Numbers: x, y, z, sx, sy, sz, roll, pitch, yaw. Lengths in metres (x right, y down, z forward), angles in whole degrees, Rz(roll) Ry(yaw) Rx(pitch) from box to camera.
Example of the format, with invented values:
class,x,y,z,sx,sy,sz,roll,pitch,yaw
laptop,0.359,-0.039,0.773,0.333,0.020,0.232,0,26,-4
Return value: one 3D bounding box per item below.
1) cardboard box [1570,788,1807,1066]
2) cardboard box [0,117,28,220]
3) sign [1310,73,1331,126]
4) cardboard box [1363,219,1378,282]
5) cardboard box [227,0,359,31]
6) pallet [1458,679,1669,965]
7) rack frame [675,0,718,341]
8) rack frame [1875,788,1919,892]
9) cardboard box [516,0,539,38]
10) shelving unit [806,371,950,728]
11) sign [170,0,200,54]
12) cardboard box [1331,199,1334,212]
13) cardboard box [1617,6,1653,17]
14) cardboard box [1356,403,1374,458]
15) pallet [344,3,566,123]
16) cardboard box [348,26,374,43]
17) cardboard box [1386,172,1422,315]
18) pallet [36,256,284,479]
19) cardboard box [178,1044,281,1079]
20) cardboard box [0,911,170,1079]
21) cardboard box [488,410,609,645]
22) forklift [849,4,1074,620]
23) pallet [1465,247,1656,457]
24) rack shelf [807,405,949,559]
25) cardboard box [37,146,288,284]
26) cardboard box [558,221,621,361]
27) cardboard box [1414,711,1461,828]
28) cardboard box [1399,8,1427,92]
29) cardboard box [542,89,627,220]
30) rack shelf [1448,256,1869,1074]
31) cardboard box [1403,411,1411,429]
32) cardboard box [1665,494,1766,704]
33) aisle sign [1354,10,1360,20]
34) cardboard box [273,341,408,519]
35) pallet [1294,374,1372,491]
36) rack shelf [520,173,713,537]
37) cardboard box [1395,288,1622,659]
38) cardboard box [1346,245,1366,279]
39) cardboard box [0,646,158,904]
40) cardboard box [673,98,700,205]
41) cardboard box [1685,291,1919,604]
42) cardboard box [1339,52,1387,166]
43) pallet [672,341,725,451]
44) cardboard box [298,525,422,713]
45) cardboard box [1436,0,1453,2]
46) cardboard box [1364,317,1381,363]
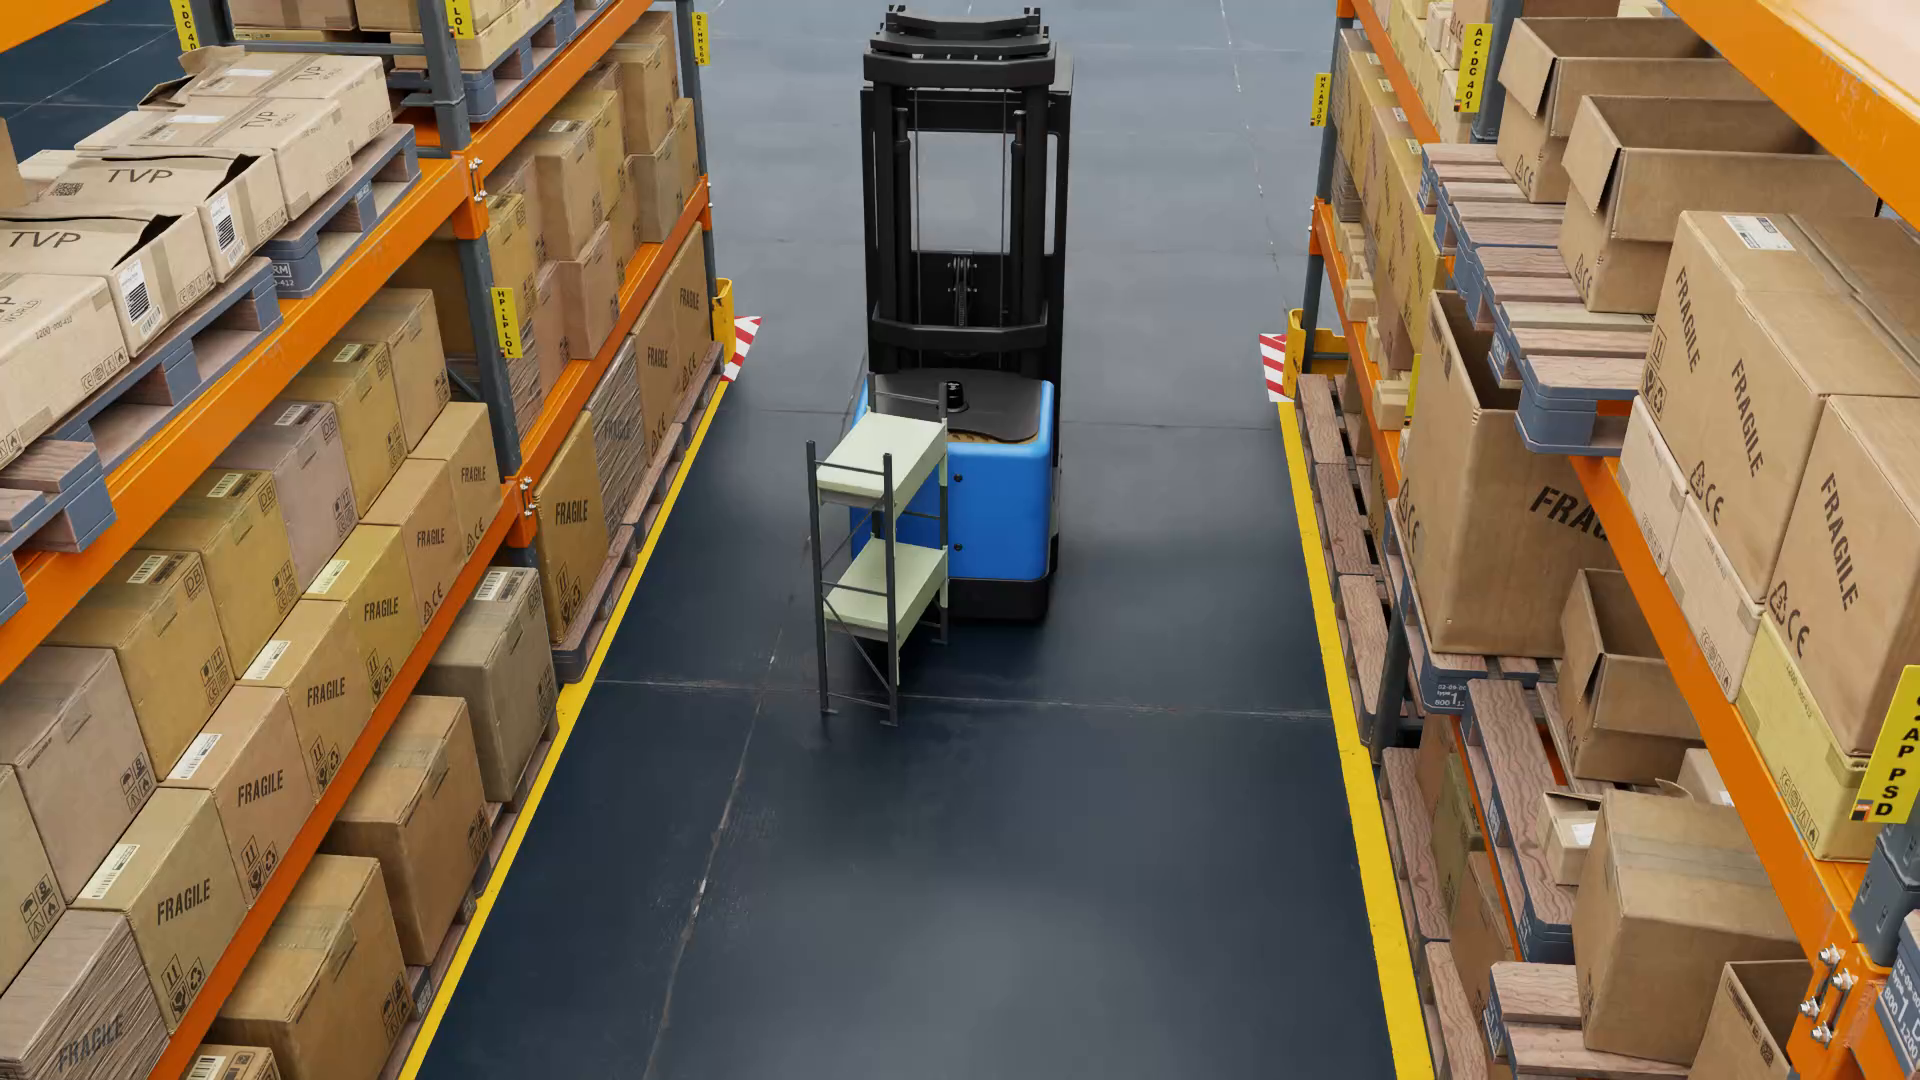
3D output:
class,x,y,z,sx,sy,sz,roll,pitch,yaw
cardboard box,2.065,1.063,4.451,0.700,0.500,0.500,7,32,11
cardboard box,-2.958,-0.862,4.620,0.500,0.500,0.500,2,32,4
sign,2.225,-2.710,10.244,0.100,0.325,0.005,2,32,4
cardboard box,2.689,-1.675,9.010,0.875,0.500,0.500,2,32,4
cardboard box,-2.711,-2.321,6.942,0.500,0.250,0.500,2,32,3
pallet,2.235,0.910,5.378,1.003,0.211,1.213,2,32,4
rack frame,-2.169,-2.583,10.863,1.000,3.000,0.127,2,32,4
rack frame,2.115,-0.689,2.071,1.000,3.000,0.127,2,32,4
cardboard box,-2.085,-2.325,7.328,0.380,0.149,0.250,2,32,4
shelving unit,-0.372,0.050,8.020,0.431,1.500,0.755,10,33,16
sign,-3.048,-2.045,6.563,0.100,0.325,0.005,2,32,4
cardboard box,2.505,-2.073,10.274,0.380,0.149,0.250,2,32,4
cardboard box,2.748,-2.180,7.112,0.380,0.149,0.250,3,32,5
cardboard box,2.684,-0.793,9.941,0.500,0.500,0.500,11,33,17
pallet,-2.418,-2.158,7.399,1.003,0.211,1.213,2,32,4
cardboard box,-2.763,-2.219,7.156,0.380,0.149,0.250,3,32,5
cardboard box,2.242,-1.330,7.498,0.500,0.500,0.500,2,32,4
pallet,-2.733,-0.520,4.837,1.003,0.211,1.213,4,32,6
cardboard box,-2.681,2.064,5.065,1.050,0.750,0.750,2,32,3
cardboard box,-2.515,1.334,4.411,0.500,0.500,0.500,3,32,5
cardboard box,-2.374,-0.092,8.445,0.875,0.875,0.875,3,32,5
forklift,0.049,-1.577,9.296,1.130,2.935,3.031,2,32,4
pallet,2.203,-0.563,4.905,1.213,0.211,1.003,2,32,4
rack shelf,-0.372,-0.283,7.816,0.431,0.370,0.720,10,33,16
cardboard box,-2.418,-1.026,5.066,0.500,0.311,0.500,1,32,2
cardboard box,-2.293,-1.315,8.662,0.875,0.550,0.550,2,32,4
cardboard box,2.369,0.970,7.060,0.700,0.500,0.500,0,32,0
cardboard box,2.307,-2.229,7.572,0.500,0.250,0.500,2,32,4
cardboard box,-2.285,-2.053,8.831,0.875,0.550,0.500,2,32,4
rack shelf,2.278,-0.152,4.744,1.077,0.370,4.000,2,32,4
cardboard box,2.275,-0.503,7.727,0.380,0.149,0.250,2,32,4
cardboard box,1.936,0.132,3.740,0.500,0.250,0.500,2,32,4
aisle sign,2.472,-3.470,9.825,0.394,0.787,0.004,2,32,4
cardboard box,-2.569,-0.431,6.322,0.700,0.500,0.500,2,32,3
pallet,2.659,-0.668,10.414,1.003,0.211,1.213,2,32,4
rack shelf,-2.332,-1.231,9.355,1.077,0.370,4.000,2,32,4
cardboard box,2.236,-0.252,6.107,1.000,1.000,1.000,3,32,4
cardboard box,2.404,-1.551,9.427,0.380,0.149,0.250,2,32,4
cardboard box,-2.734,0.633,4.596,0.700,0.500,0.500,2,32,3
cardboard box,-2.154,-2.451,10.506,0.875,0.550,0.550,2,32,4
cardboard box,1.935,-0.196,3.559,0.500,0.500,0.500,2,32,4
cardboard box,2.402,-2.376,9.195,0.500,0.500,0.500,2,32,4
pallet,-2.156,-0.975,10.911,1.003,0.211,1.213,2,32,4
cardboard box,-2.353,0.279,6.124,0.500,0.500,0.500,3,32,5
cardboard box,2.317,-2.340,7.372,0.380,0.149,0.250,4,32,6
cardboard box,2.302,-1.029,8.580,0.380,0.149,0.250,2,32,4
